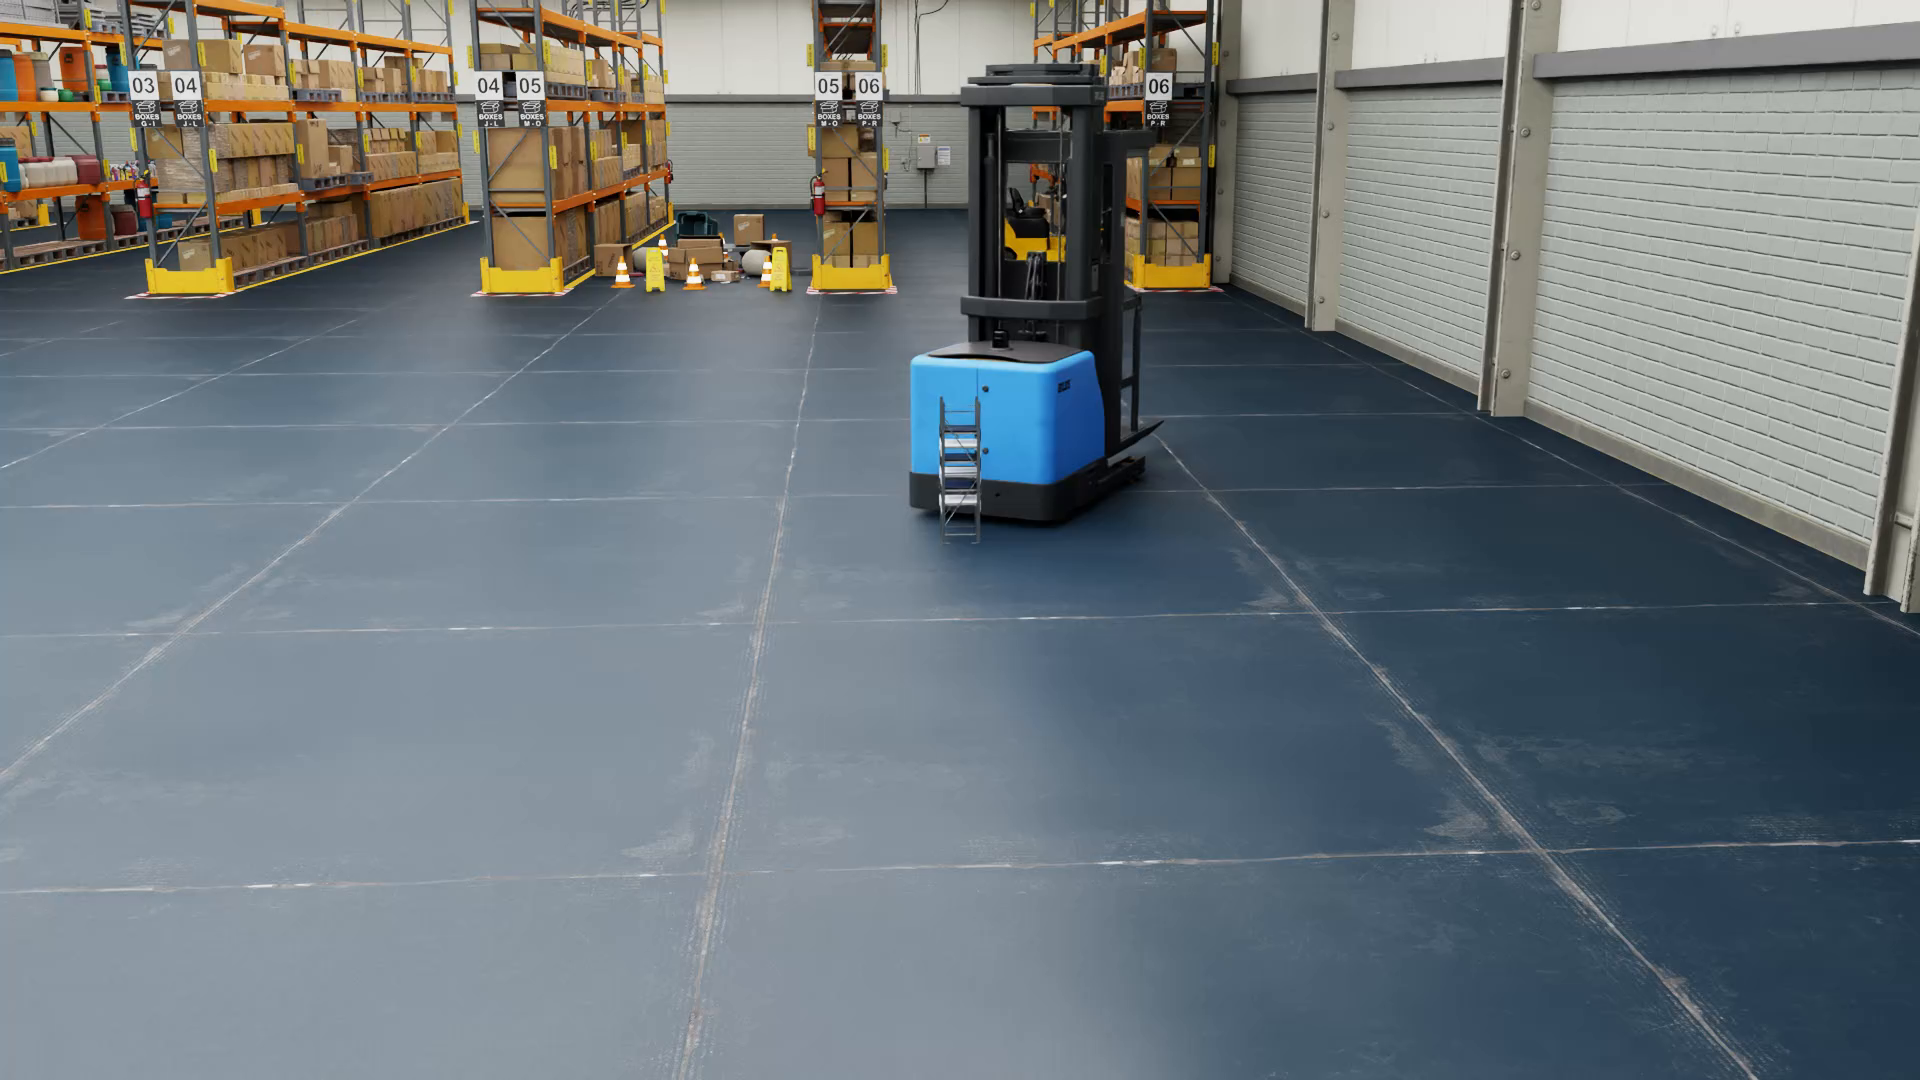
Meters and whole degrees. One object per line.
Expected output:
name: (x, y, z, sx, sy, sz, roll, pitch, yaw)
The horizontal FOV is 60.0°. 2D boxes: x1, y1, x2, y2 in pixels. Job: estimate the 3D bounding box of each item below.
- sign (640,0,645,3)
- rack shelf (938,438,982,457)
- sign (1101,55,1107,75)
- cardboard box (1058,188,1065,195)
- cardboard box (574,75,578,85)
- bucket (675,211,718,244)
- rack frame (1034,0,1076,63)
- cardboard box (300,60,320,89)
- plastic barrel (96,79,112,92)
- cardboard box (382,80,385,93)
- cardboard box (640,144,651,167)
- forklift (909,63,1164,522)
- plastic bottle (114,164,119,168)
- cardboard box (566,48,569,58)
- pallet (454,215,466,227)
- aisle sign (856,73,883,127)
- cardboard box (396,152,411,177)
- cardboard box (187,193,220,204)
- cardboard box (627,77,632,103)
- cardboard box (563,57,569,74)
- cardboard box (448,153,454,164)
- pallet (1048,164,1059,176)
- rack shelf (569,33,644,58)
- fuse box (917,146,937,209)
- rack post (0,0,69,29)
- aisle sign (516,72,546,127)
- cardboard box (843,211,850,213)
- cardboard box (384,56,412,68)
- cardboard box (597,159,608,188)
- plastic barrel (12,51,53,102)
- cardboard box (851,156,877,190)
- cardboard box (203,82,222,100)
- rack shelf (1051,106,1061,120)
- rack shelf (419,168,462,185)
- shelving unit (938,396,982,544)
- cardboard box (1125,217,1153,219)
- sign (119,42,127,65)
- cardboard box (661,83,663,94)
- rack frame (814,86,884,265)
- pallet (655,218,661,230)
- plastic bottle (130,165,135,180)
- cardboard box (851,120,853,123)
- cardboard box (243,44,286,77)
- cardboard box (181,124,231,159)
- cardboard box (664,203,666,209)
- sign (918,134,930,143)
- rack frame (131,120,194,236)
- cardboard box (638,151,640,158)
sign: (-6.793, -11.649, 35.552, 0.100, 0.325, 0.005, -1, 14, -3)
rack shelf: (0.000, -0.580, 10.386, 0.258, 0.077, 0.200, -1, 14, -3)
sign: (2.496, -8.239, 28.840, 0.100, 0.325, 0.005, -1, 14, -3)
cardboard box: (2.362, -7.678, 36.623, 0.380, 0.149, 0.250, -2, 15, -6)
cardboard box: (-6.460, -7.522, 27.183, 0.380, 0.149, 0.250, -1, 14, -3)
bucket: (-4.542, -5.368, 28.889, 0.726, 0.611, 0.620, 4, 5, 16)
rack frame: (2.294, -12.284, 40.211, 1.000, 3.000, 0.127, -1, 14, -3)
cardboard box: (-11.797, -8.223, 29.396, 0.797, 0.503, 0.637, 0, 14, -1)
plastic barrel: (-16.835, -8.930, 32.664, 0.294, 0.245, 0.294, 0, 14, 0)
cardboard box: (-12.325, -9.492, 34.716, 0.500, 0.311, 0.500, -1, 14, -5)
cardboard box: (-7.126, -8.525, 36.841, 0.500, 0.500, 0.500, -1, 14, -4)
forklift: (0.720, -1.861, 11.879, 1.130, 2.935, 3.031, 6, 16, 23)
plastic bottle: (-17.541, -7.666, 34.549, 0.152, 0.276, 0.135, -1, 14, -3)
cardboard box: (-6.416, -7.721, 26.355, 0.380, 0.149, 0.250, -1, 14, -3)
pallet: (-12.424, -7.600, 39.642, 1.003, 0.211, 1.213, -1, 14, -3)
aisle sign: (-1.356, -6.571, 24.827, 0.394, 0.787, 0.004, -1, 14, -3)
cardboard box: (-11.978, -7.967, 35.270, 0.500, 0.500, 0.500, 0, 14, -2)
cardboard box: (-11.340, -5.122, 24.918, 0.380, 0.149, 0.250, -1, 14, -3)
cardboard box: (-6.943, -9.106, 33.678, 0.500, 0.500, 0.500, -1, 14, -3)
cardboard box: (-6.472, -7.497, 26.285, 0.500, 0.250, 0.500, -1, 14, -4)
cardboard box: (-12.226, -8.977, 39.102, 0.500, 0.250, 0.500, -1, 14, -4)
pallet: (2.482, -8.091, 36.337, 1.003, 0.211, 1.213, -1, 14, -3)
rack shelf: (-7.223, -10.071, 33.855, 1.077, 0.370, 4.000, -1, 14, -3)
fuse box: (-0.927, -10.076, 46.252, 0.539, 1.711, 0.414, -1, 14, -3)
rack post: (-16.959, -9.578, 29.292, 1.013, 1.000, 3.121, -1, 14, -3)
aisle sign: (-6.299, -6.467, 24.423, 0.394, 0.787, 0.004, -1, 14, -3)
cardboard box: (-2.150, -5.401, 28.669, 0.500, 0.500, 0.500, 0, 14, -1)
cardboard box: (-12.355, -10.504, 36.561, 0.500, 0.250, 0.500, -2, 15, -7)
cardboard box: (-6.675, -6.649, 30.147, 0.500, 0.500, 0.500, -1, 14, -4)
plastic barrel: (-17.165, -8.570, 30.790, 0.600, 0.901, 0.600, 0, 14, 0)
cardboard box: (-1.457, -5.766, 26.117, 0.500, 0.500, 0.500, 0, 14, -2)
cardboard box: (-11.332, -6.673, 24.723, 0.500, 0.250, 0.500, 0, 14, -2)
rack shelf: (2.665, -8.991, 34.875, 1.077, 0.370, 4.000, -1, 14, -3)
rack shelf: (-12.427, -8.303, 38.219, 1.077, 0.370, 4.000, -1, 14, -3)
shelving unit: (0.000, -0.438, 10.422, 0.258, 0.900, 0.210, -1, 14, -3)
cardboard box: (2.866, -5.118, 27.066, 0.500, 0.250, 0.500, -1, 14, -3)
sign: (-12.115, -7.047, 24.099, 0.100, 0.325, 0.005, -1, 14, -3)
cardboard box: (-7.312, -10.711, 39.415, 0.500, 0.250, 0.500, -1, 14, -5)
rack frame: (-1.669, -5.322, 25.192, 1.000, 3.000, 0.127, -1, 14, -3)
pallet: (-7.502, -7.325, 38.573, 1.003, 0.211, 1.213, -1, 14, -3)
plastic bottle: (-16.729, -7.427, 33.605, 0.061, 0.283, 0.133, -1, 14, -3)
cardboard box: (-2.263, -9.362, 37.385, 0.380, 0.149, 0.250, -1, 14, -4)
cardboard box: (-11.525, -7.943, 27.558, 0.500, 0.500, 0.500, -1, 14, -5)
cardboard box: (-11.322, -5.987, 24.971, 0.500, 0.500, 0.500, -1, 14, -3)
cardboard box: (-7.277, -8.040, 40.036, 0.380, 0.149, 0.250, -1, 14, -5)
sign: (-0.995, -11.150, 46.185, 0.339, 0.242, 0.001, -1, 14, -3)
rack frame: (-17.247, -8.077, 35.899, 1.000, 3.000, 0.127, -1, 14, -3)
cardboard box: (-7.125, -8.335, 35.965, 0.380, 0.149, 0.250, 0, 14, -2)
